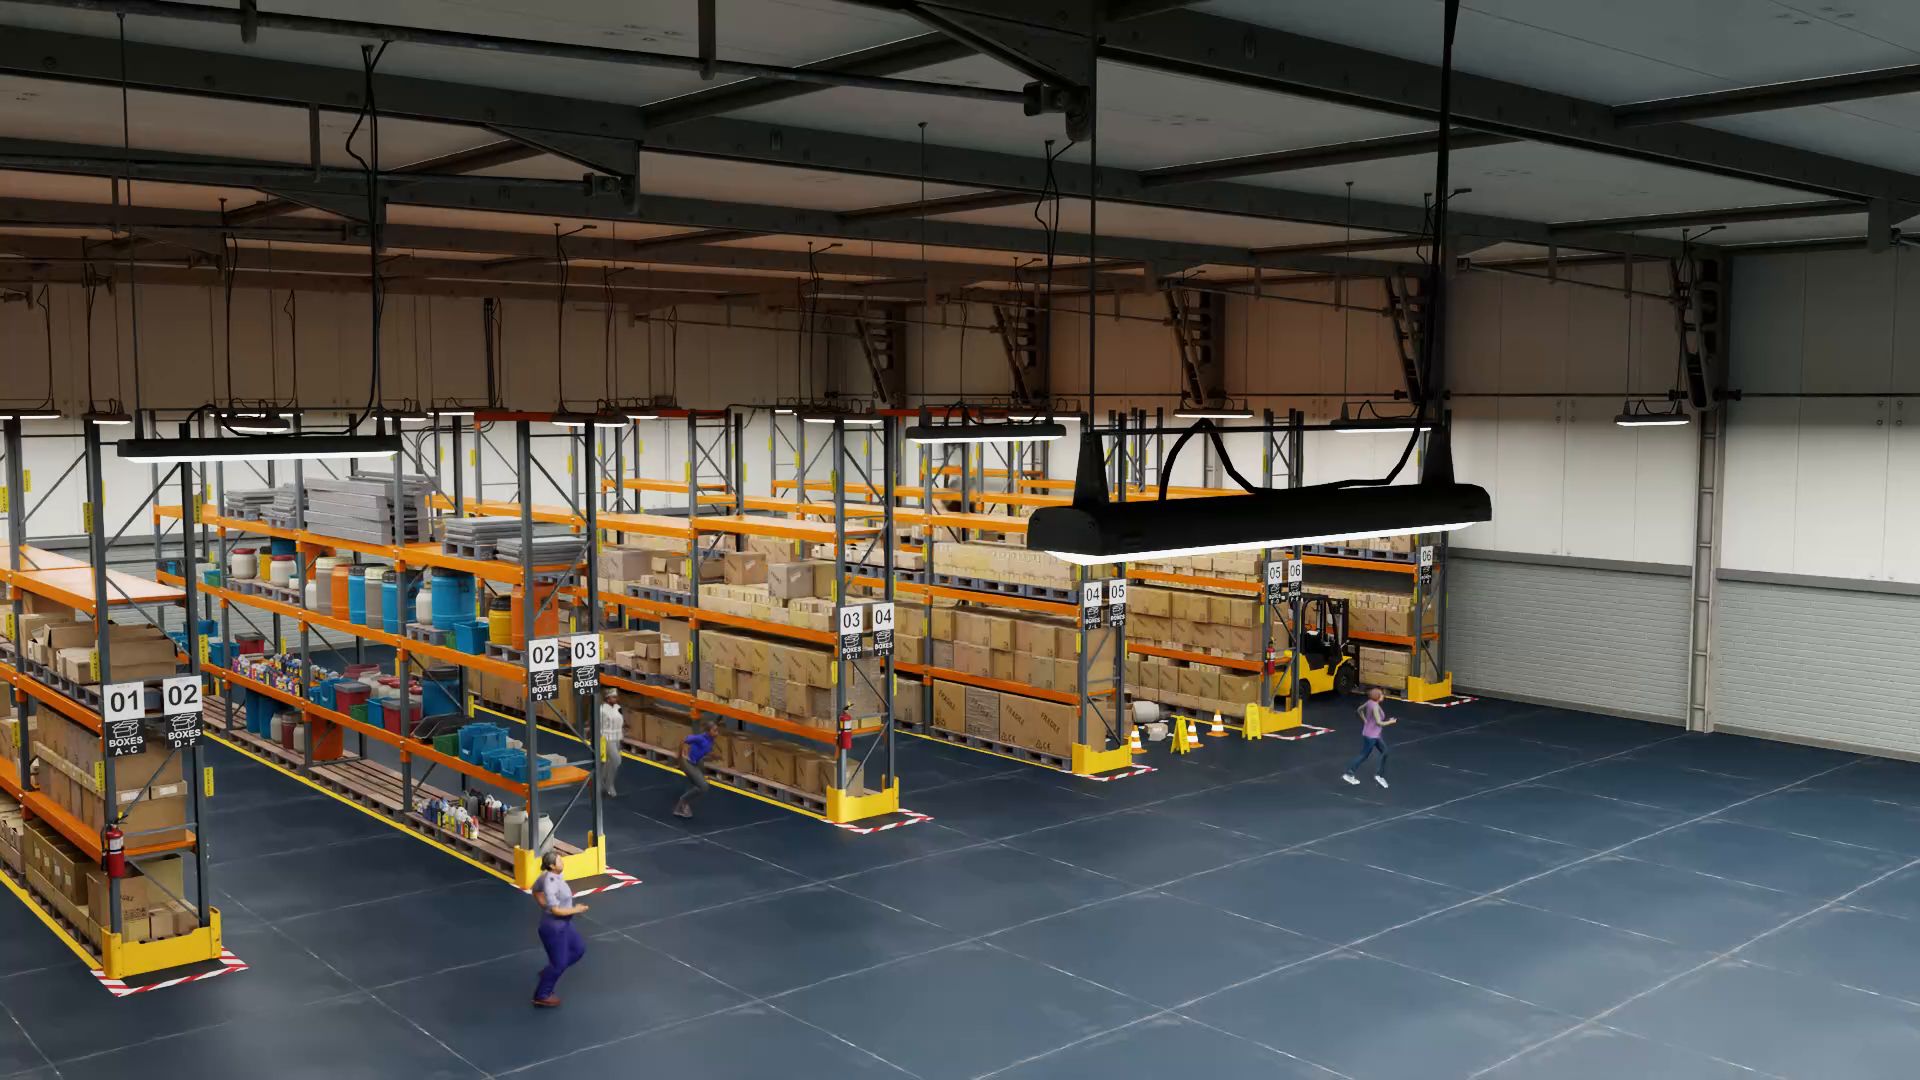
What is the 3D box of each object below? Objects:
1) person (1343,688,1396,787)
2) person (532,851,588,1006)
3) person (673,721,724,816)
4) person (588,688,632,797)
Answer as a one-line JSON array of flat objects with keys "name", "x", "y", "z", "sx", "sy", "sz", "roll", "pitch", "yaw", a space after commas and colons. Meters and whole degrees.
[{"name": "person", "x": 6.596, "y": 3.186, "z": 26.766, "sx": 0.837, "sy": 1.632, "sz": 0.545, "roll": 1, "pitch": 5, "yaw": 9}, {"name": "person", "x": -4.153, "y": 4.015, "z": 17.255, "sx": 0.577, "sy": 1.598, "sz": 0.592, "roll": -1, "pitch": 5, "yaw": -13}, {"name": "person", "x": -3.922, "y": 3.420, "z": 24.736, "sx": 0.856, "sy": 1.486, "sz": 0.602, "roll": 2, "pitch": 5, "yaw": 20}, {"name": "person", "x": -5.510, "y": 3.192, "z": 26.293, "sx": 0.709, "sy": 1.733, "sz": 0.551, "roll": 3, "pitch": 6, "yaw": 27}]
